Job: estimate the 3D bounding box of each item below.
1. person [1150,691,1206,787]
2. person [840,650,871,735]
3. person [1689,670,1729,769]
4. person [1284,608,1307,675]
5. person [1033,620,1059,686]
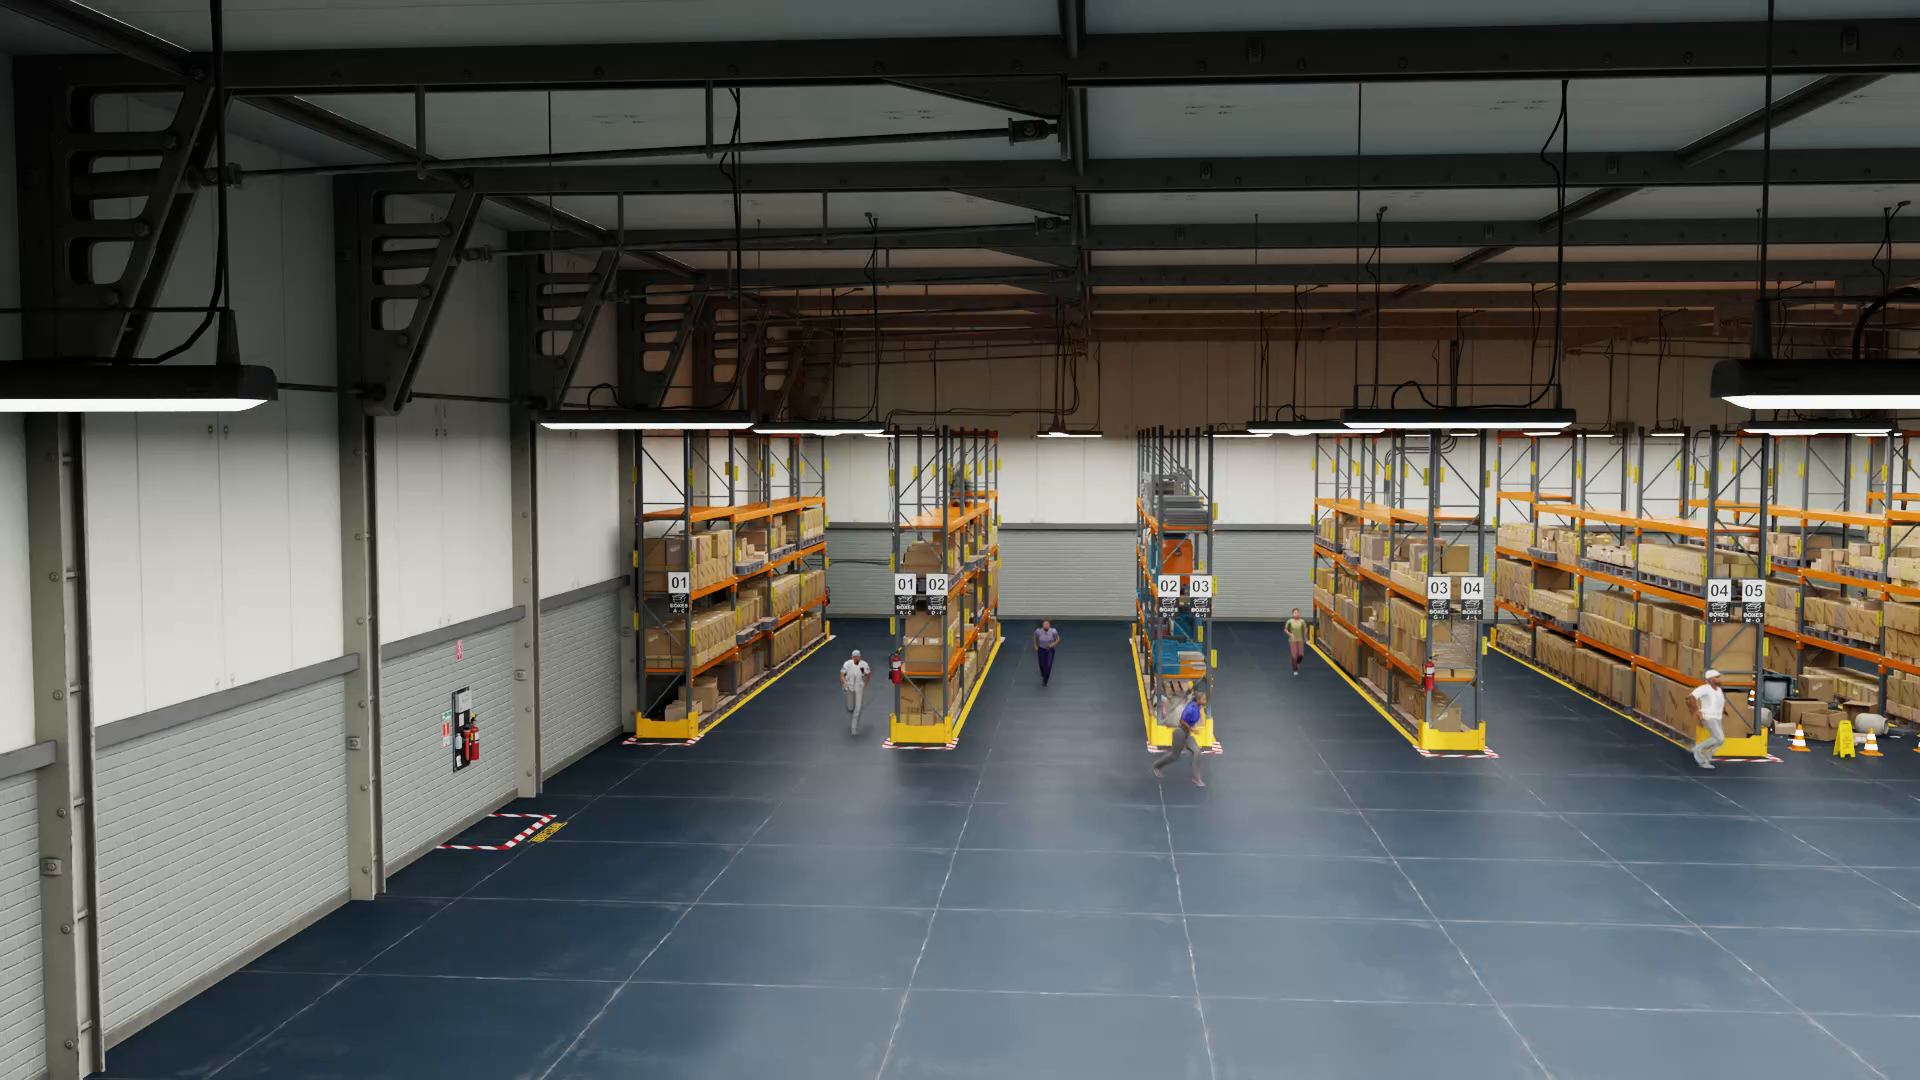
[{"bbox_3d":[3.649,3.291,27.696,0.978,1.616,0.611,2,4,24],"label":"person"},{"bbox_3d":[-2.052,2.967,32.757,0.606,1.663,0.921,0,3,1],"label":"person"},{"bbox_3d":[13.164,3.129,29.063,0.756,1.709,0.545,-3,4,-38],"label":"person"},{"bbox_3d":[8.203,2.478,40.571,0.580,1.629,0.547,0,3,3],"label":"person"},{"bbox_3d":[2.007,2.629,38.803,0.597,1.580,0.697,0,3,0],"label":"person"}]
